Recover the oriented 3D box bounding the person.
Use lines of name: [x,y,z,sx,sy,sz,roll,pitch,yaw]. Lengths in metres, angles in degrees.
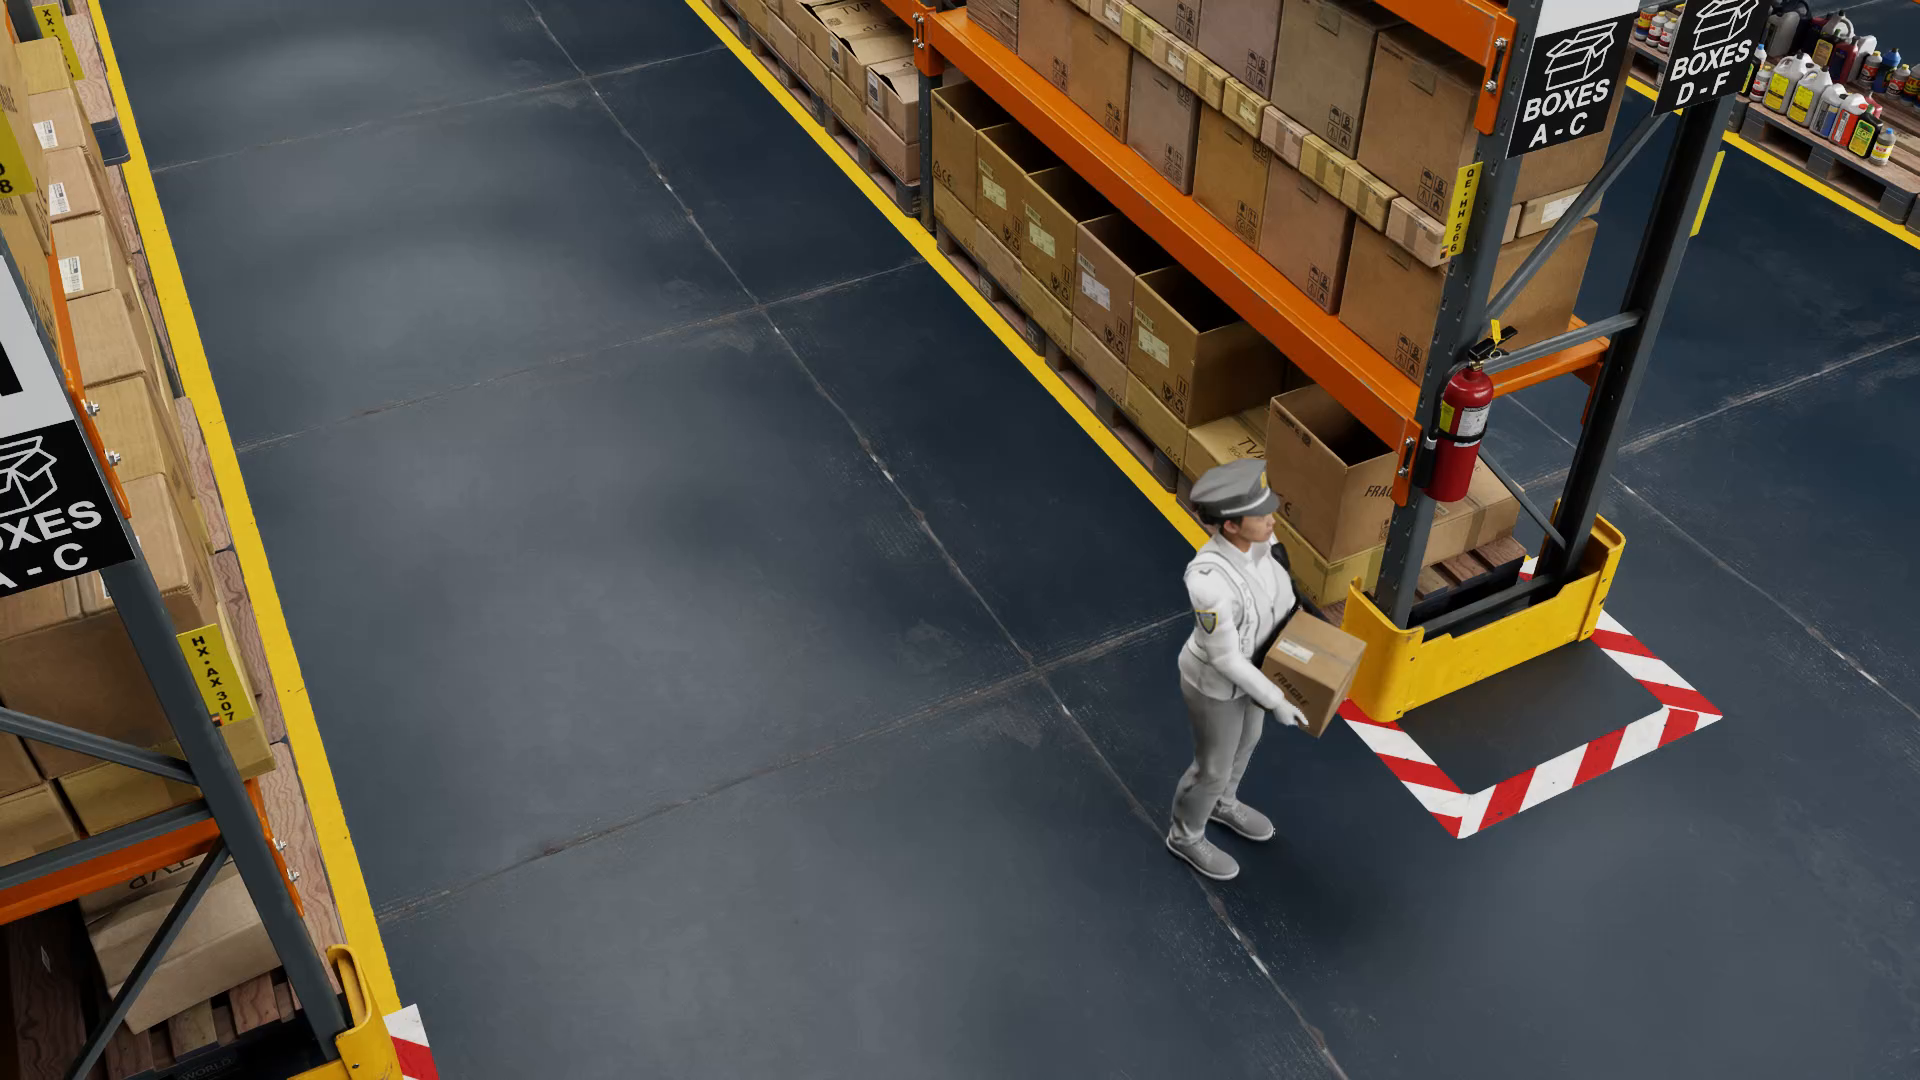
person: [0.972,0.461,5.612,0.554,1.695,0.467,23,47,24]
